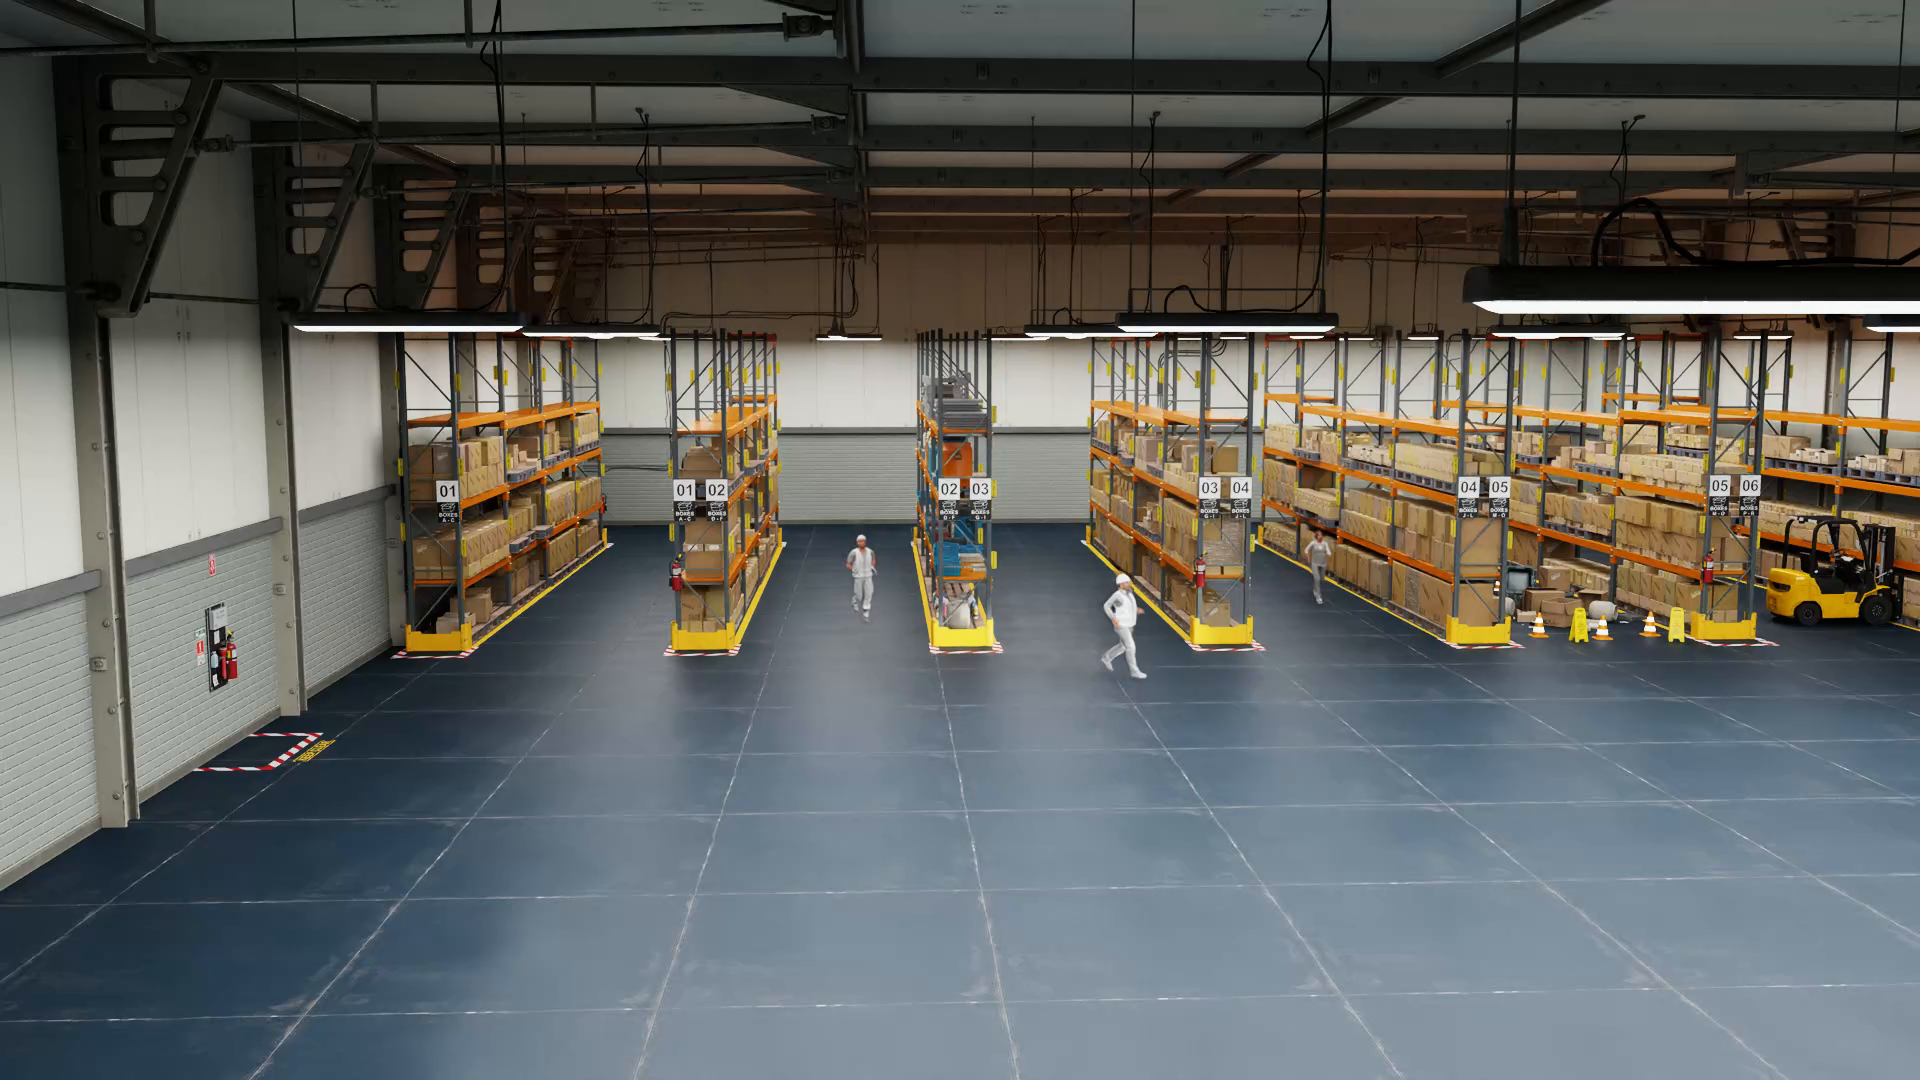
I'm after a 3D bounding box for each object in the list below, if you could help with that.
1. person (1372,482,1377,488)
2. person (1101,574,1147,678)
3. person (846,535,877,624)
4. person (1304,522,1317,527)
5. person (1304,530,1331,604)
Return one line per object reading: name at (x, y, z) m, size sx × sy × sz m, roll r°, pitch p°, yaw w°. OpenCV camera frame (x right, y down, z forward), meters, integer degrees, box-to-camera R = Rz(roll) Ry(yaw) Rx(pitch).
person at (12.378, -0.931, 49.496) m, size 0.878 × 1.697 × 0.599 m, roll -2°, pitch 7°, yaw -15°
person at (2.815, 1.455, 28.570) m, size 0.967 × 1.752 × 0.670 m, roll 5°, pitch 8°, yaw 34°
person at (-2.004, 0.779, 34.099) m, size 0.656 × 1.781 × 0.899 m, roll -2°, pitch 7°, yaw -19°
person at (10.378, -0.809, 48.927) m, size 0.651 × 1.565 × 0.536 m, roll -1°, pitch 7°, yaw -12°
person at (7.942, 0.571, 36.864) m, size 0.537 × 1.585 × 0.893 m, roll -1°, pitch 7°, yaw -6°
